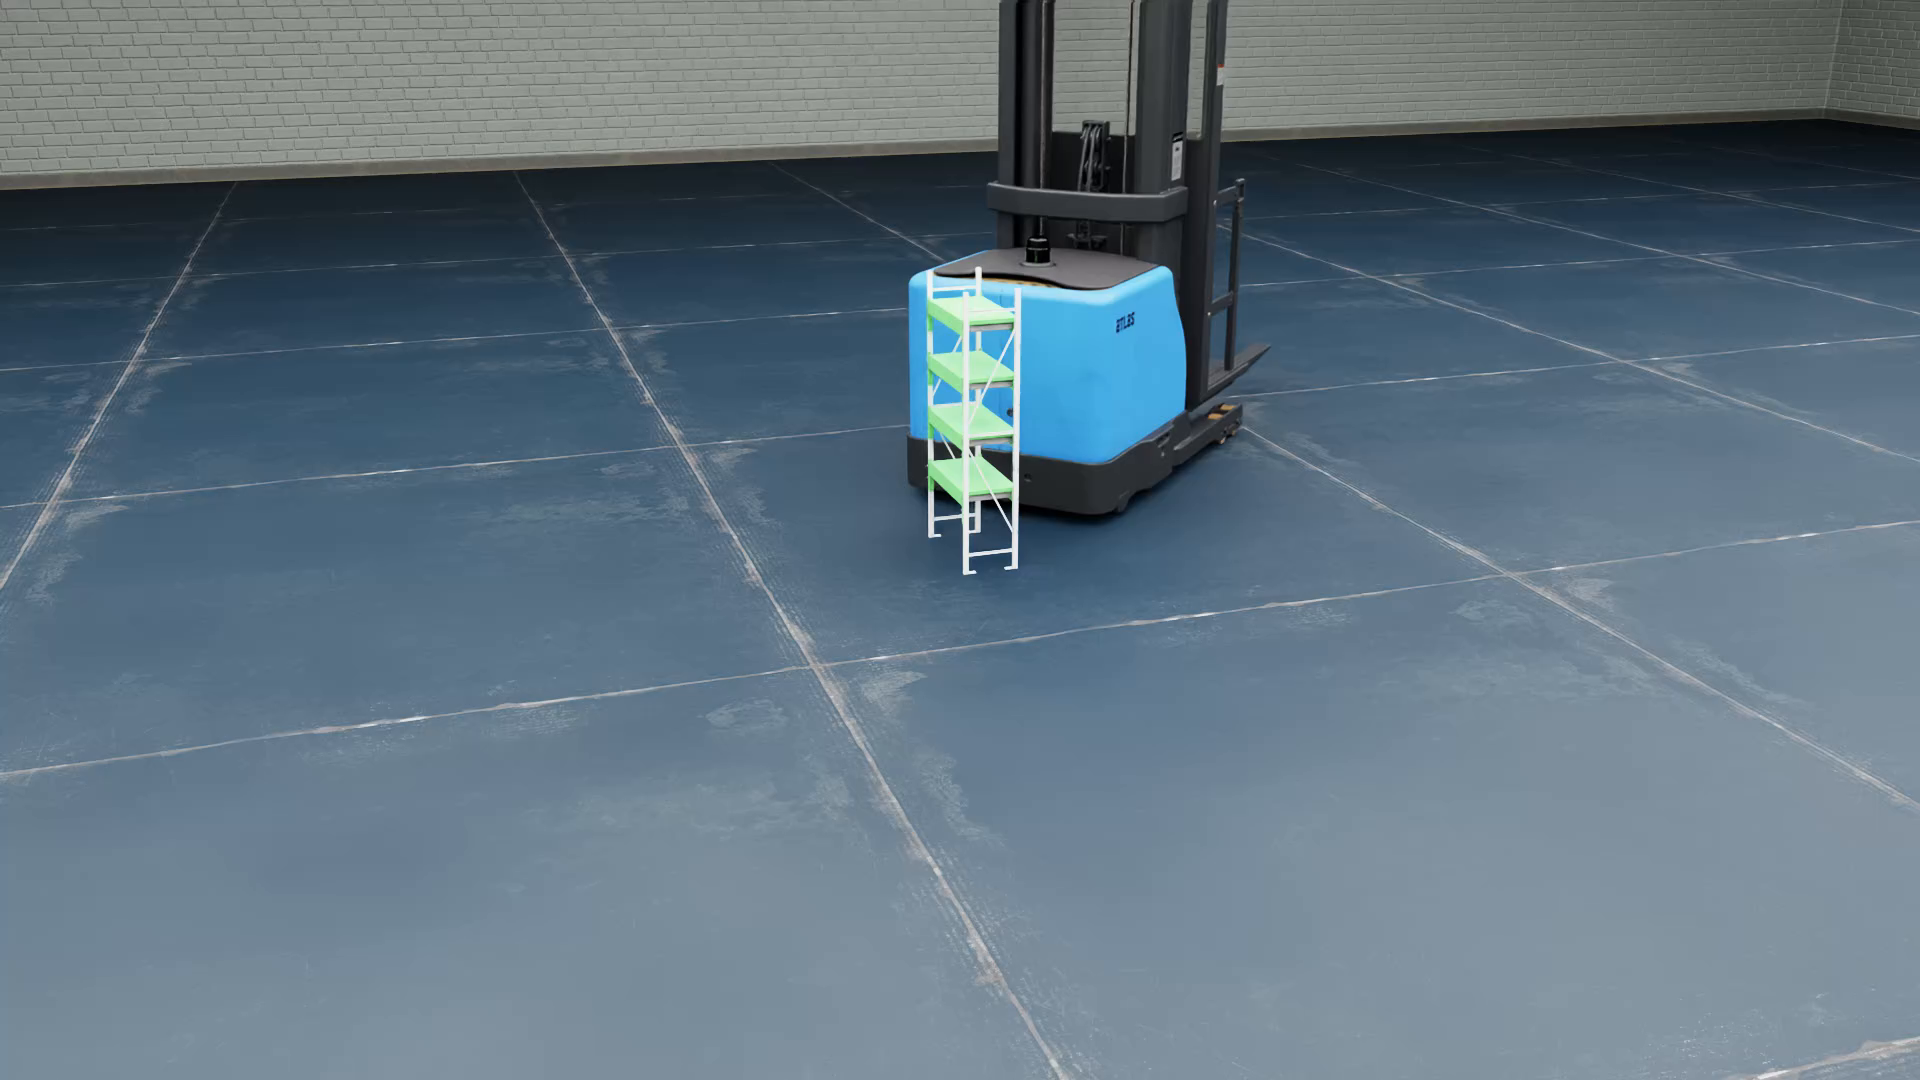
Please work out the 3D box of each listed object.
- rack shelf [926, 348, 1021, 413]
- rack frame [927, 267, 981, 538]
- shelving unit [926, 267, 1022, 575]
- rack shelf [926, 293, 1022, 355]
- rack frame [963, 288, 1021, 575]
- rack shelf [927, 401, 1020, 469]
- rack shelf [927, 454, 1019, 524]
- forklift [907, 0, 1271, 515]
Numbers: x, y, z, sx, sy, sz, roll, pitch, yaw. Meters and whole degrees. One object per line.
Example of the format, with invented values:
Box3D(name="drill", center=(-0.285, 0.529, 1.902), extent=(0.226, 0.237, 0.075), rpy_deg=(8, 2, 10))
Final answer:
Box3D(name="rack shelf", center=(0.052, -0.677, 7.006), extent=(0.258, 0.148, 0.480), rpy_deg=(-6, 21, -17))
Box3D(name="rack frame", center=(-0.025, -0.590, 7.284), extent=(0.240, 1.200, 0.015), rpy_deg=(-6, 21, -17))
Box3D(name="shelving unit", center=(0.052, -0.512, 7.066), extent=(0.258, 1.200, 0.503), rpy_deg=(-6, 21, -17))
Box3D(name="rack shelf", center=(0.052, -0.903, 6.925), extent=(0.258, 0.148, 0.480), rpy_deg=(-6, 21, -17))
Box3D(name="rack frame", center=(0.129, -0.433, 6.848), extent=(0.240, 1.200, 0.015), rpy_deg=(-6, 21, -17))
Box3D(name="rack shelf", center=(0.052, -0.451, 7.087), extent=(0.258, 0.148, 0.480), rpy_deg=(-6, 21, -17))
Box3D(name="rack shelf", center=(0.052, -0.226, 7.169), extent=(0.258, 0.148, 0.480), rpy_deg=(-6, 21, -17))
Box3D(name="forklift", center=(0.877, -1.948, 8.505), extent=(1.130, 2.935, 3.031), rpy_deg=(10, 22, 26))
